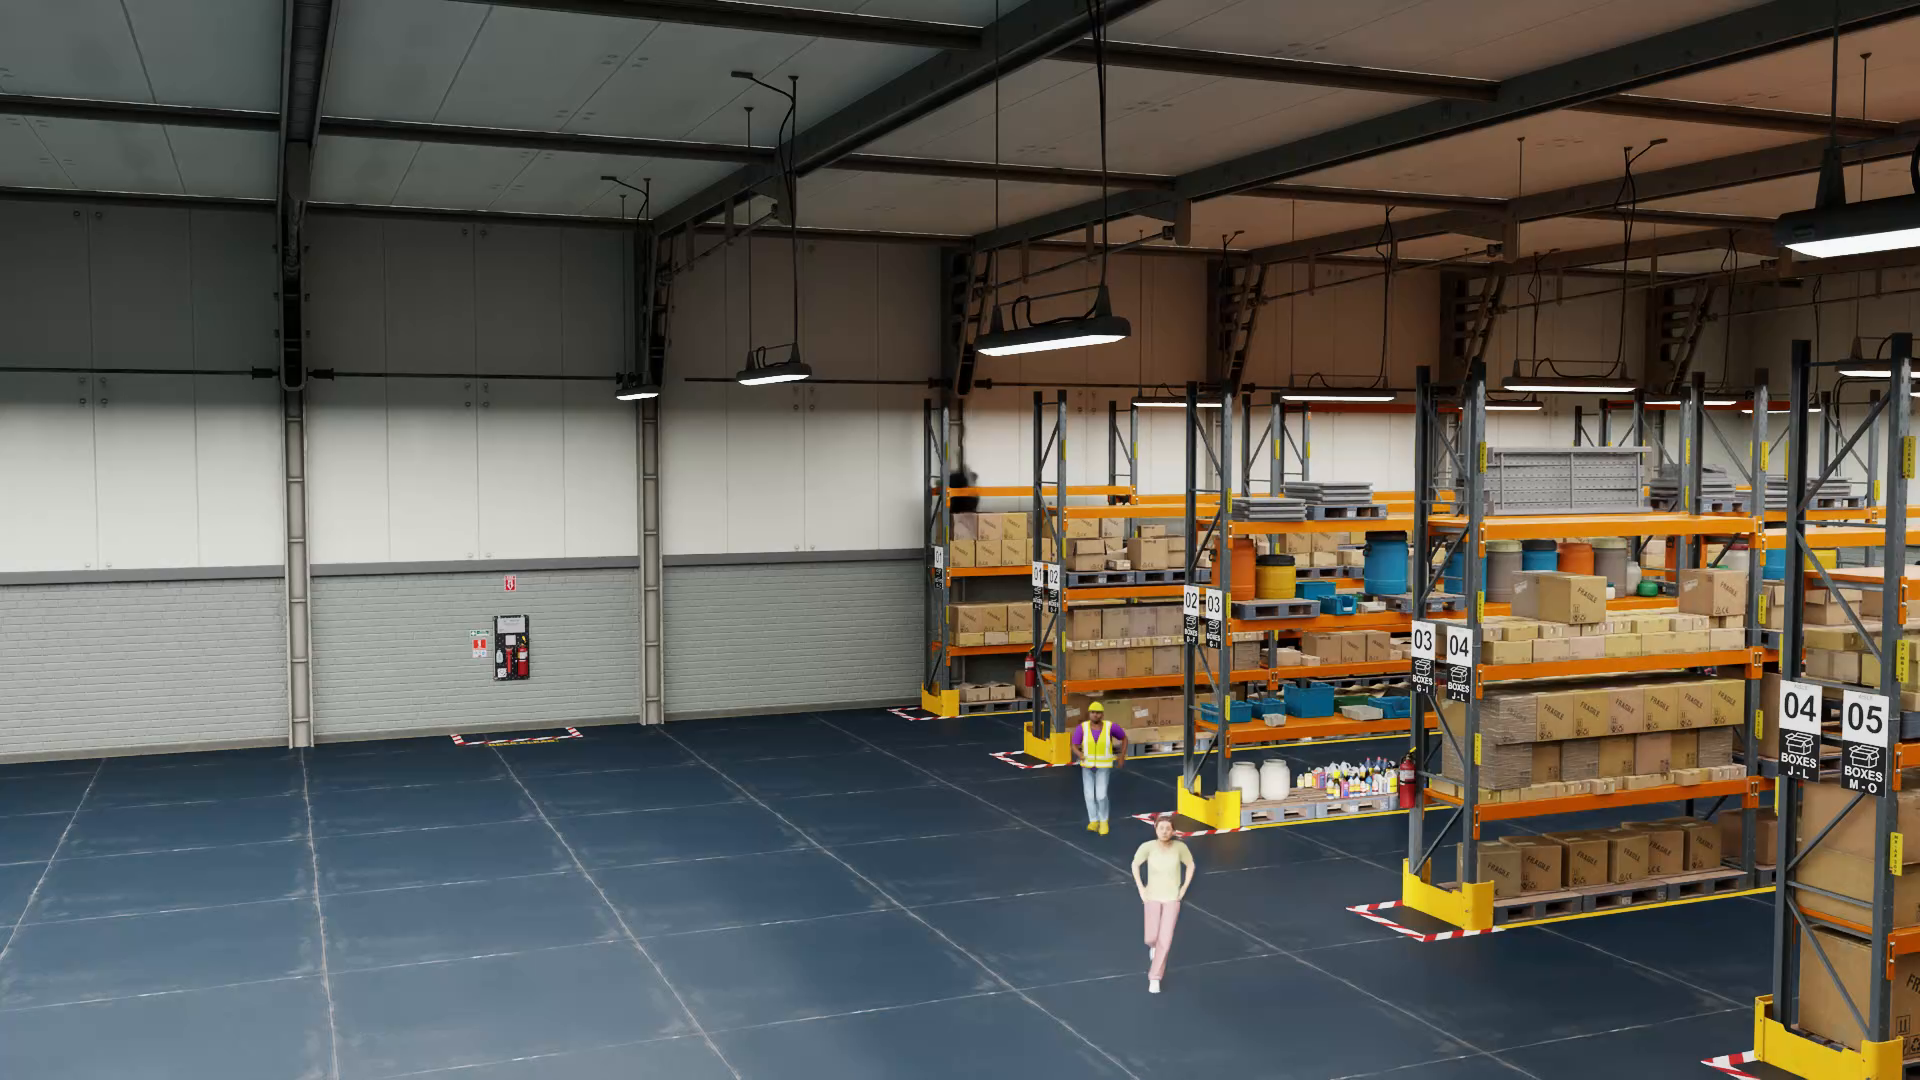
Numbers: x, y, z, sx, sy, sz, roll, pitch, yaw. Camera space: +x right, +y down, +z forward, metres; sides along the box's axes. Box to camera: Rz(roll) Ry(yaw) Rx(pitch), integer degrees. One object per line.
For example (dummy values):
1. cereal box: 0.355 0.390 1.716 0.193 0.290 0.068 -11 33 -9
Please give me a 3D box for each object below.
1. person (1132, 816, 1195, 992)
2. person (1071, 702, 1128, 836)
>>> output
1. person: 1.944 3.422 15.886 0.602 1.639 0.672 0 3 6
2. person: 1.811 3.011 21.875 0.725 1.779 0.692 1 3 14
